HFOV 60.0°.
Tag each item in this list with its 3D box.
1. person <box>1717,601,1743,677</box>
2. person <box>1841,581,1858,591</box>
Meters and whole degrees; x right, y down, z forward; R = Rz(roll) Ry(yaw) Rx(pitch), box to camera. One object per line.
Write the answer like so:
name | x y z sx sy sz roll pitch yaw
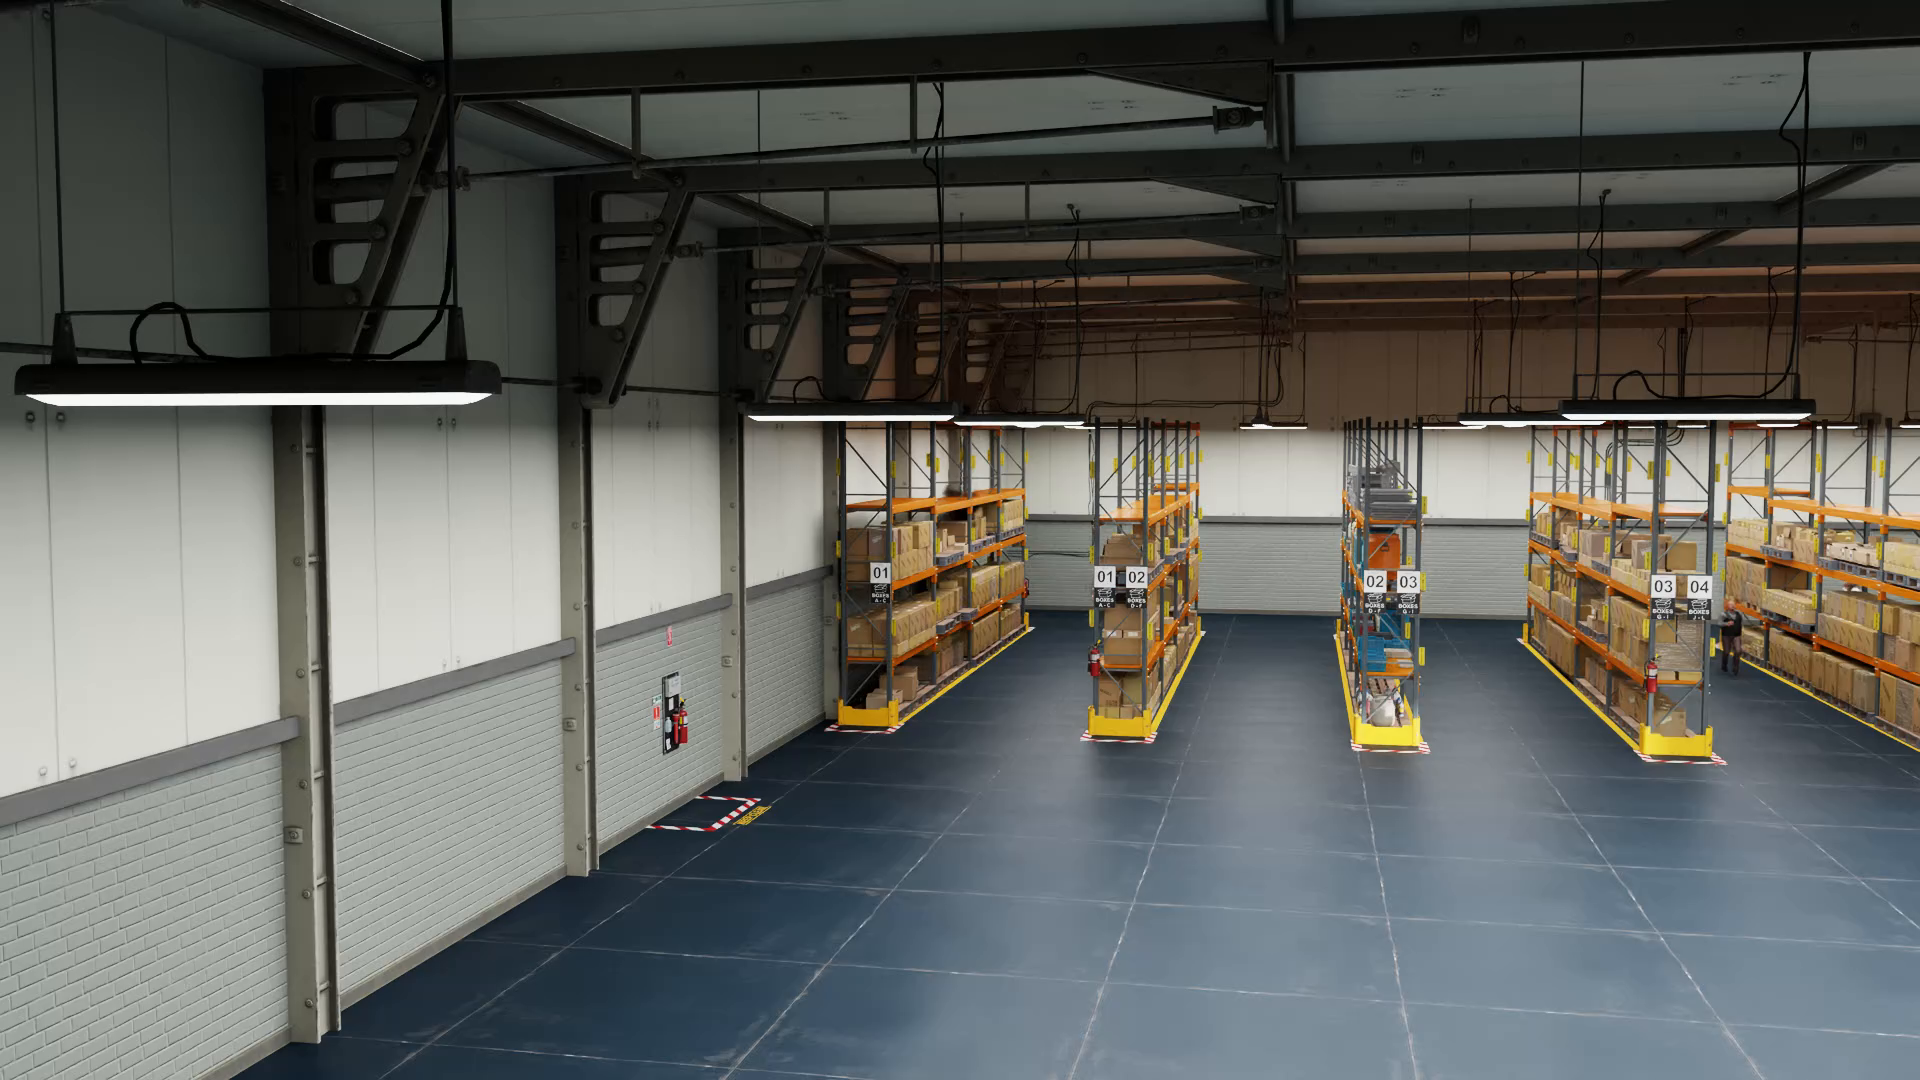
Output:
person | 18.177 2.313 39.203 0.641 1.767 0.740 1 4 10
person | 24.484 1.896 45.803 0.652 1.724 0.702 -1 4 -14
